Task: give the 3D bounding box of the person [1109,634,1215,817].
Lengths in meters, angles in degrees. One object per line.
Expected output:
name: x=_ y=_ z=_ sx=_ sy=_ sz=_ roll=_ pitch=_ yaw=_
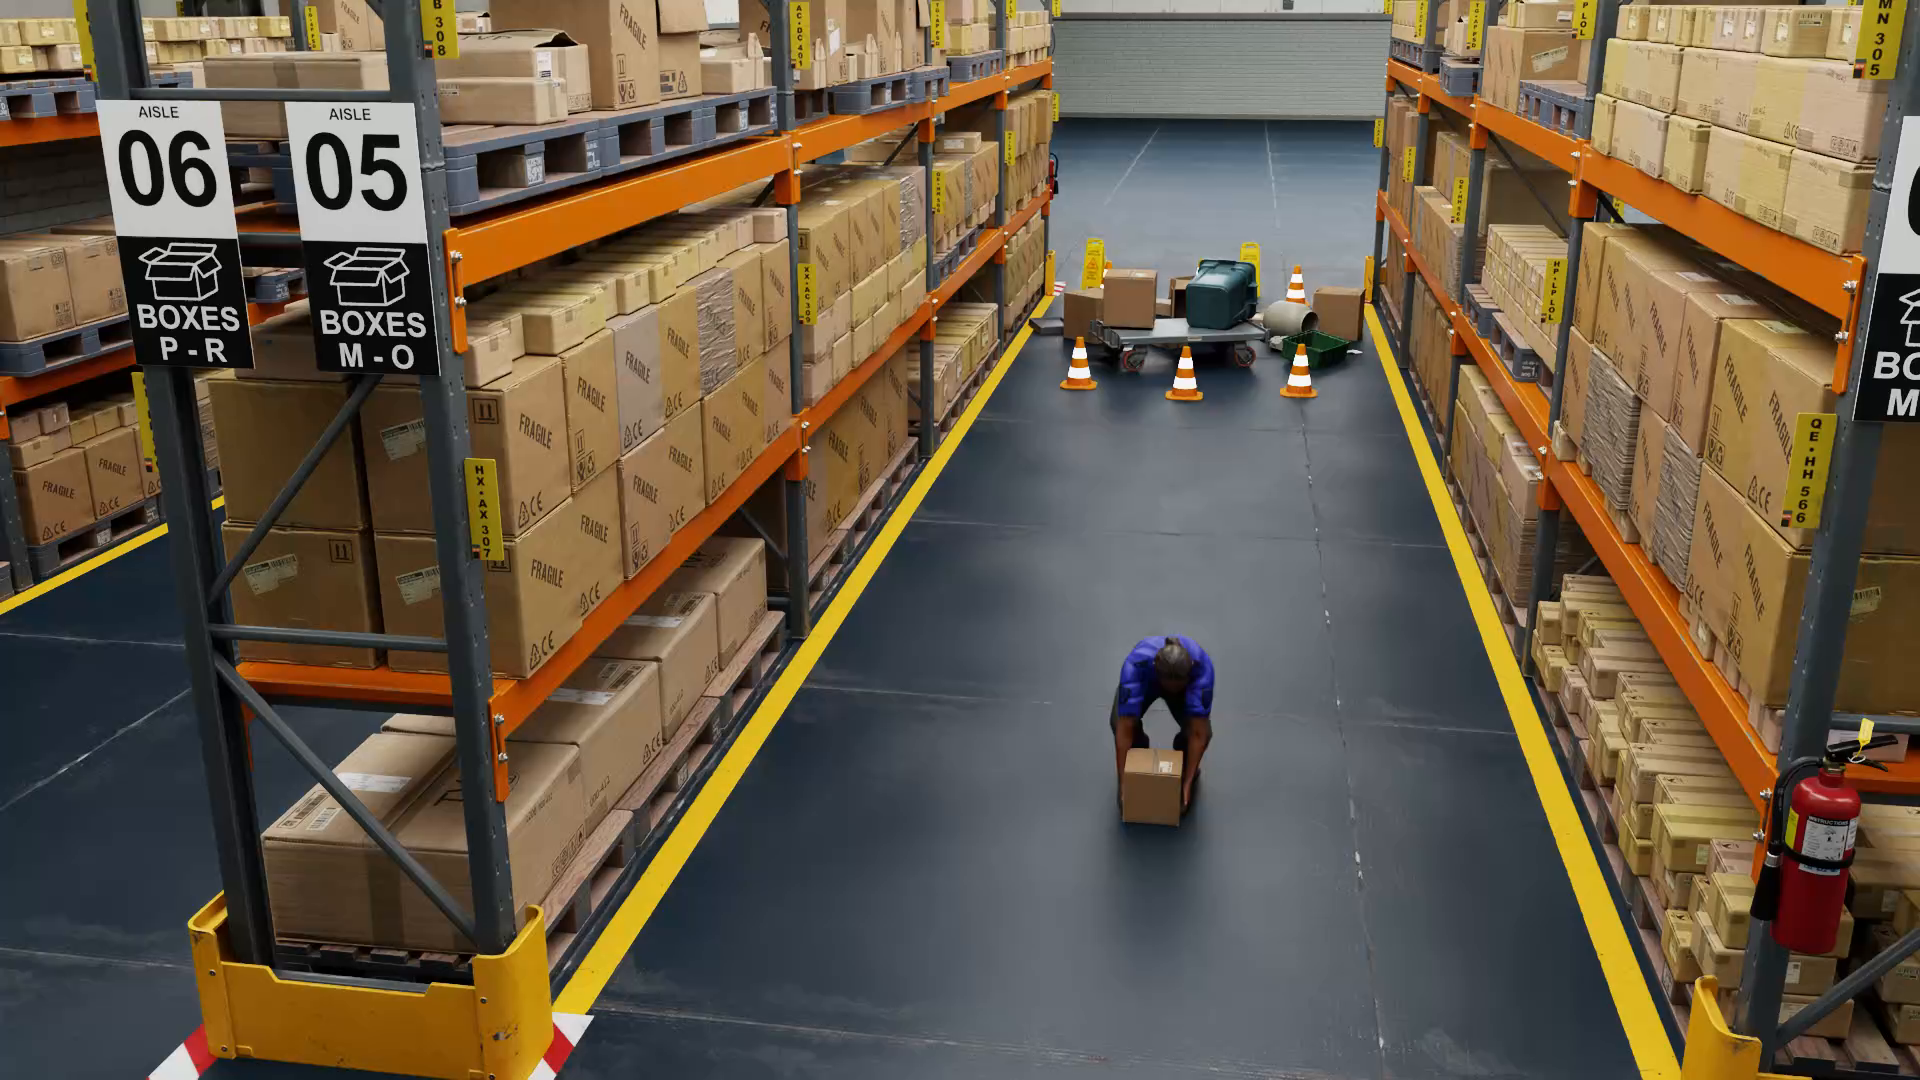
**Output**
person: x=0.935 y=0.750 z=7.673 sx=0.471 sy=0.810 sz=0.811 roll=3 pitch=18 yaw=9
